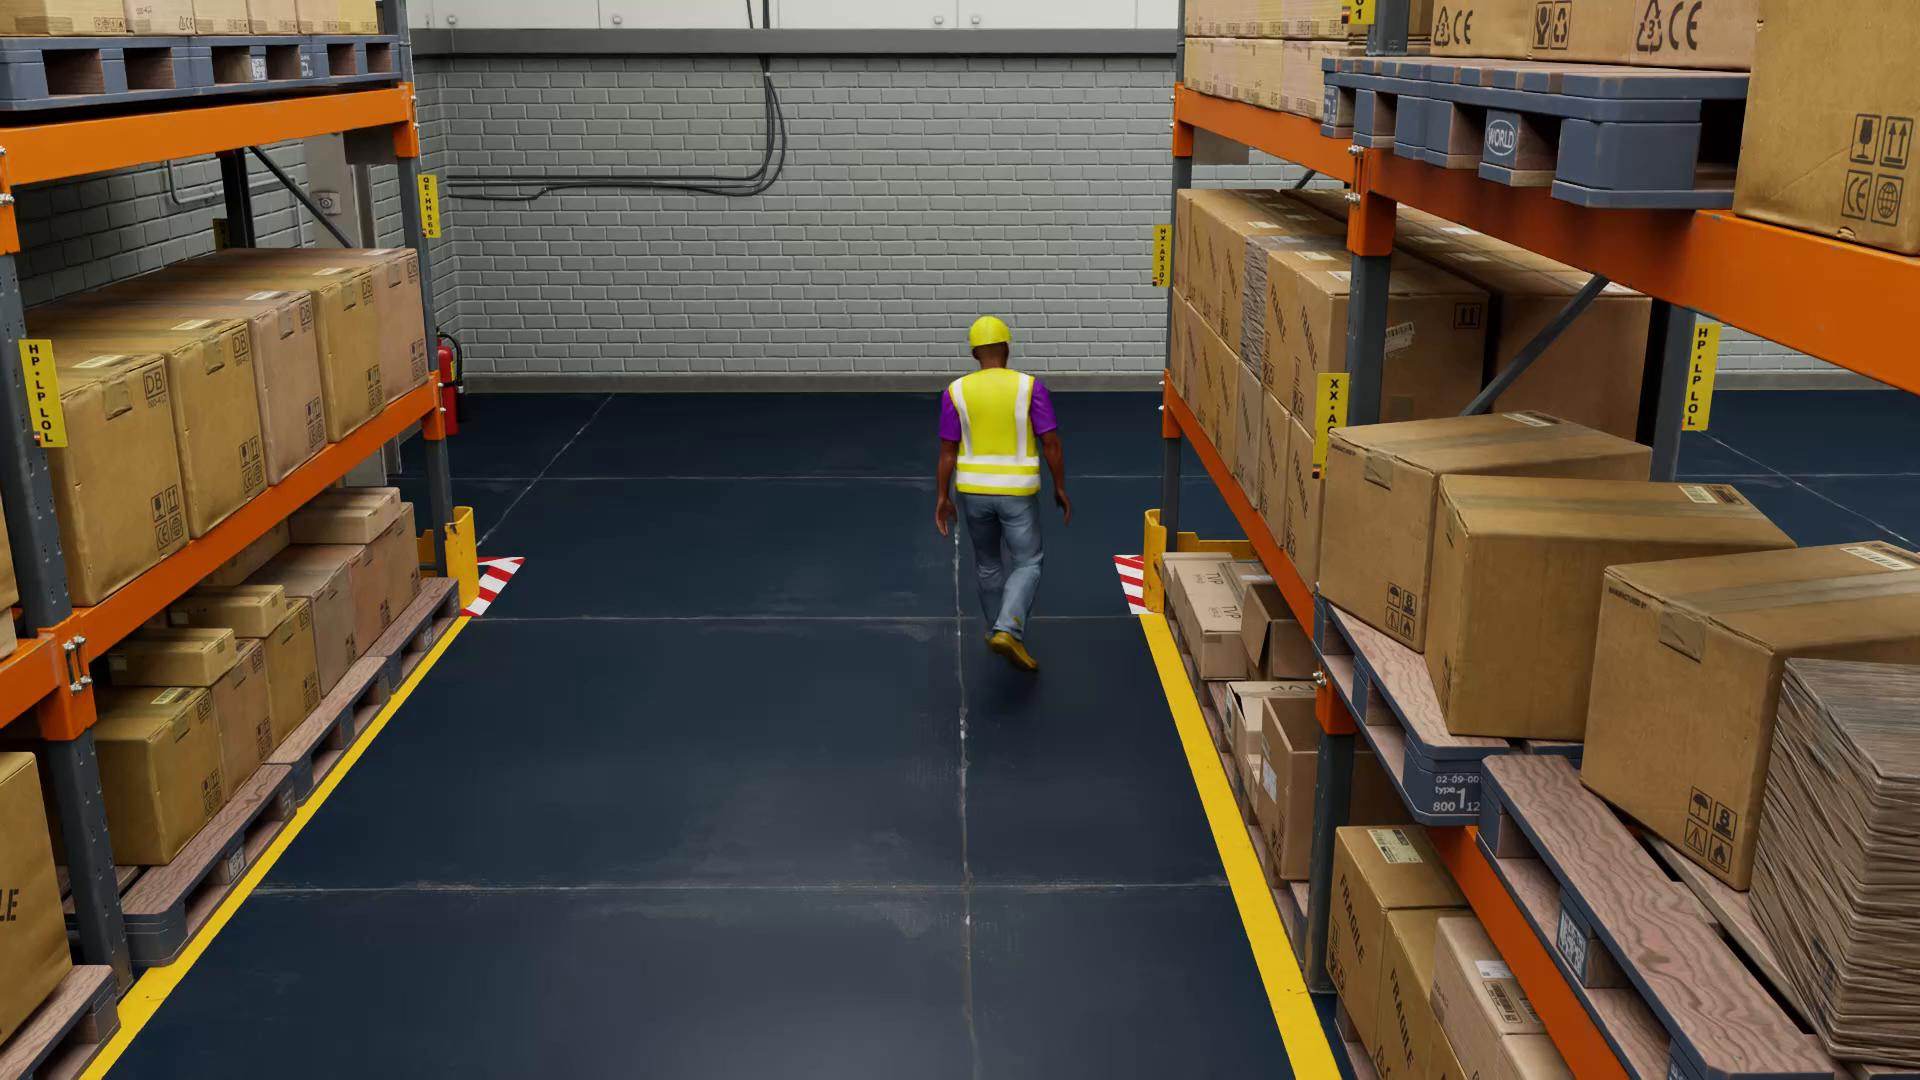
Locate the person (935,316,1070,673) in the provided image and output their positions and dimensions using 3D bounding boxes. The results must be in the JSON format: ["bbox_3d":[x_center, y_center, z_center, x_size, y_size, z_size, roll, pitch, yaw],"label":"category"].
[{"bbox_3d":[0.208,-0.208,8.198,0.665,1.739,0.865,2,17,8],"label":"person"}]
